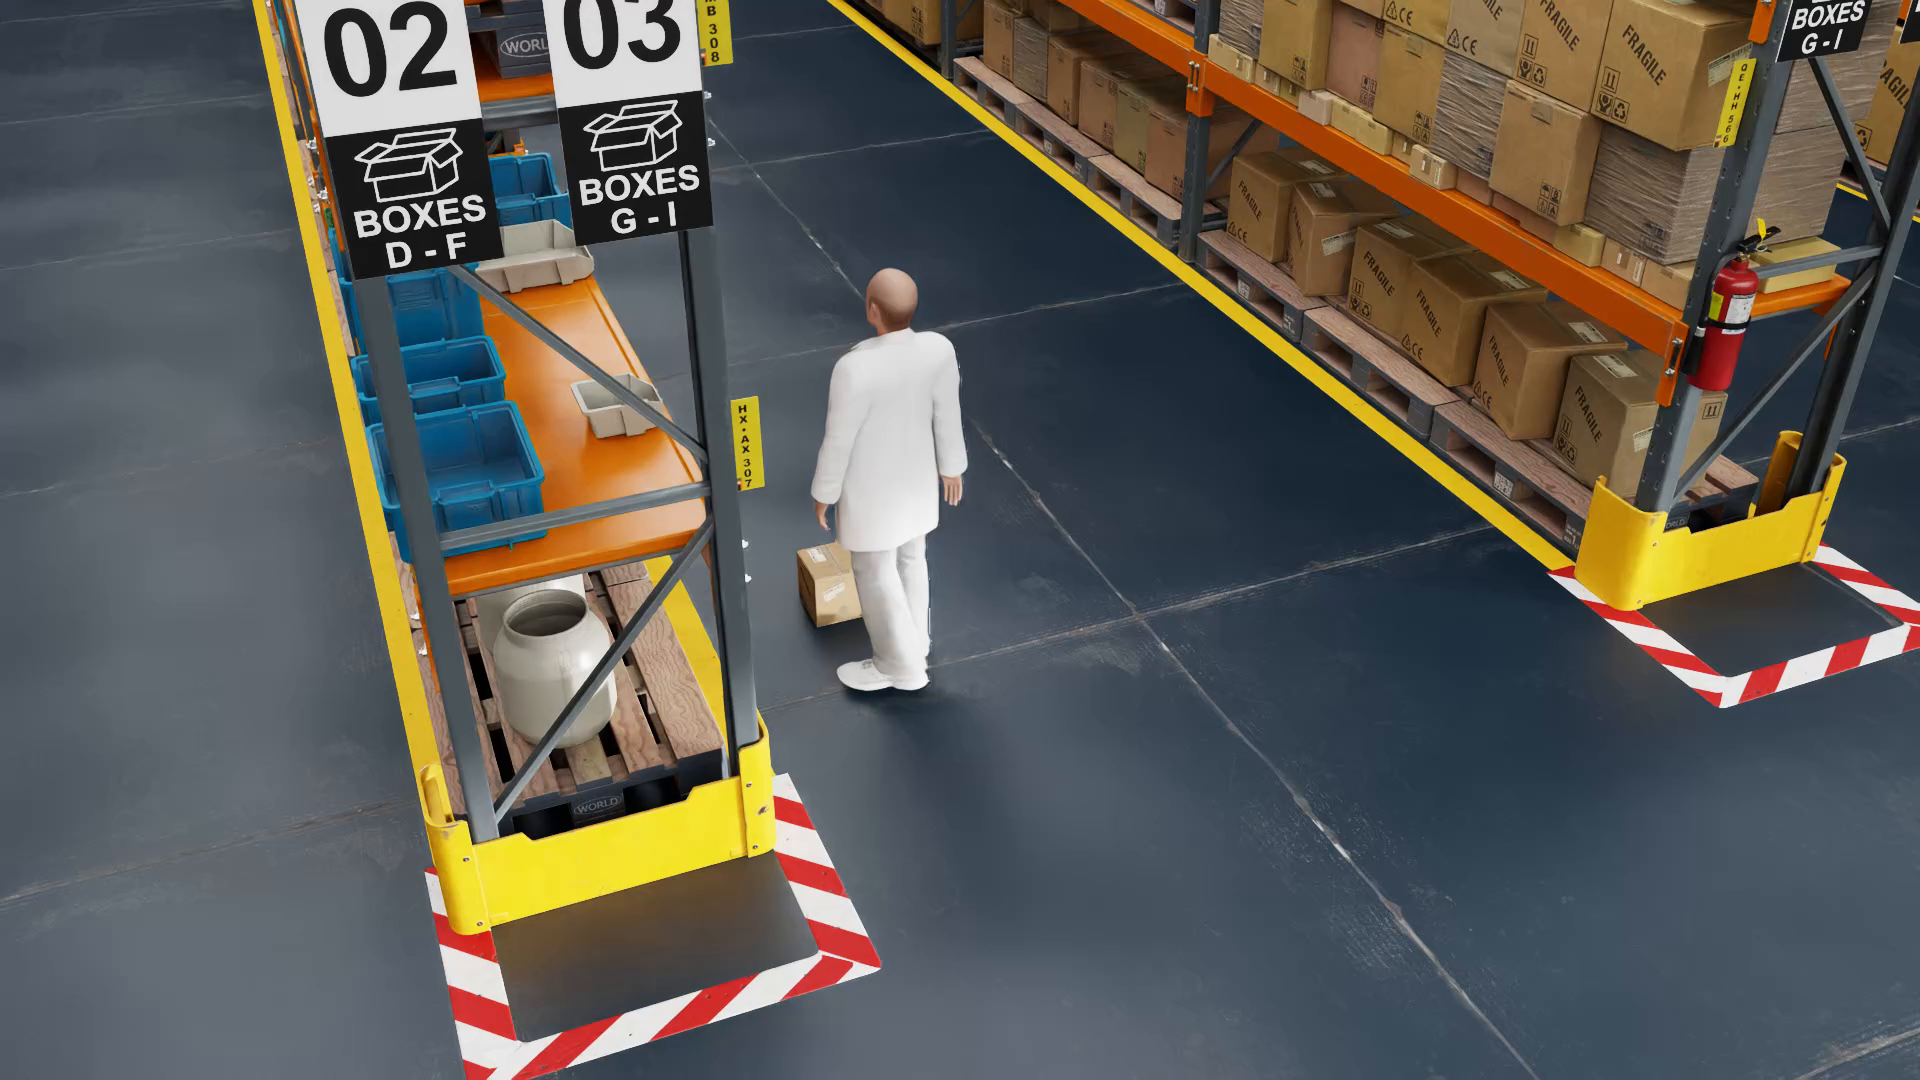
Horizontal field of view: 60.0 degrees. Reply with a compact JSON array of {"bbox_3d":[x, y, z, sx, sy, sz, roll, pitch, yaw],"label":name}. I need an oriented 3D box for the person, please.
[{"bbox_3d":[-0.278,-0.225,6.467,0.646,1.774,0.464,-23,39,-31],"label":"person"}]
